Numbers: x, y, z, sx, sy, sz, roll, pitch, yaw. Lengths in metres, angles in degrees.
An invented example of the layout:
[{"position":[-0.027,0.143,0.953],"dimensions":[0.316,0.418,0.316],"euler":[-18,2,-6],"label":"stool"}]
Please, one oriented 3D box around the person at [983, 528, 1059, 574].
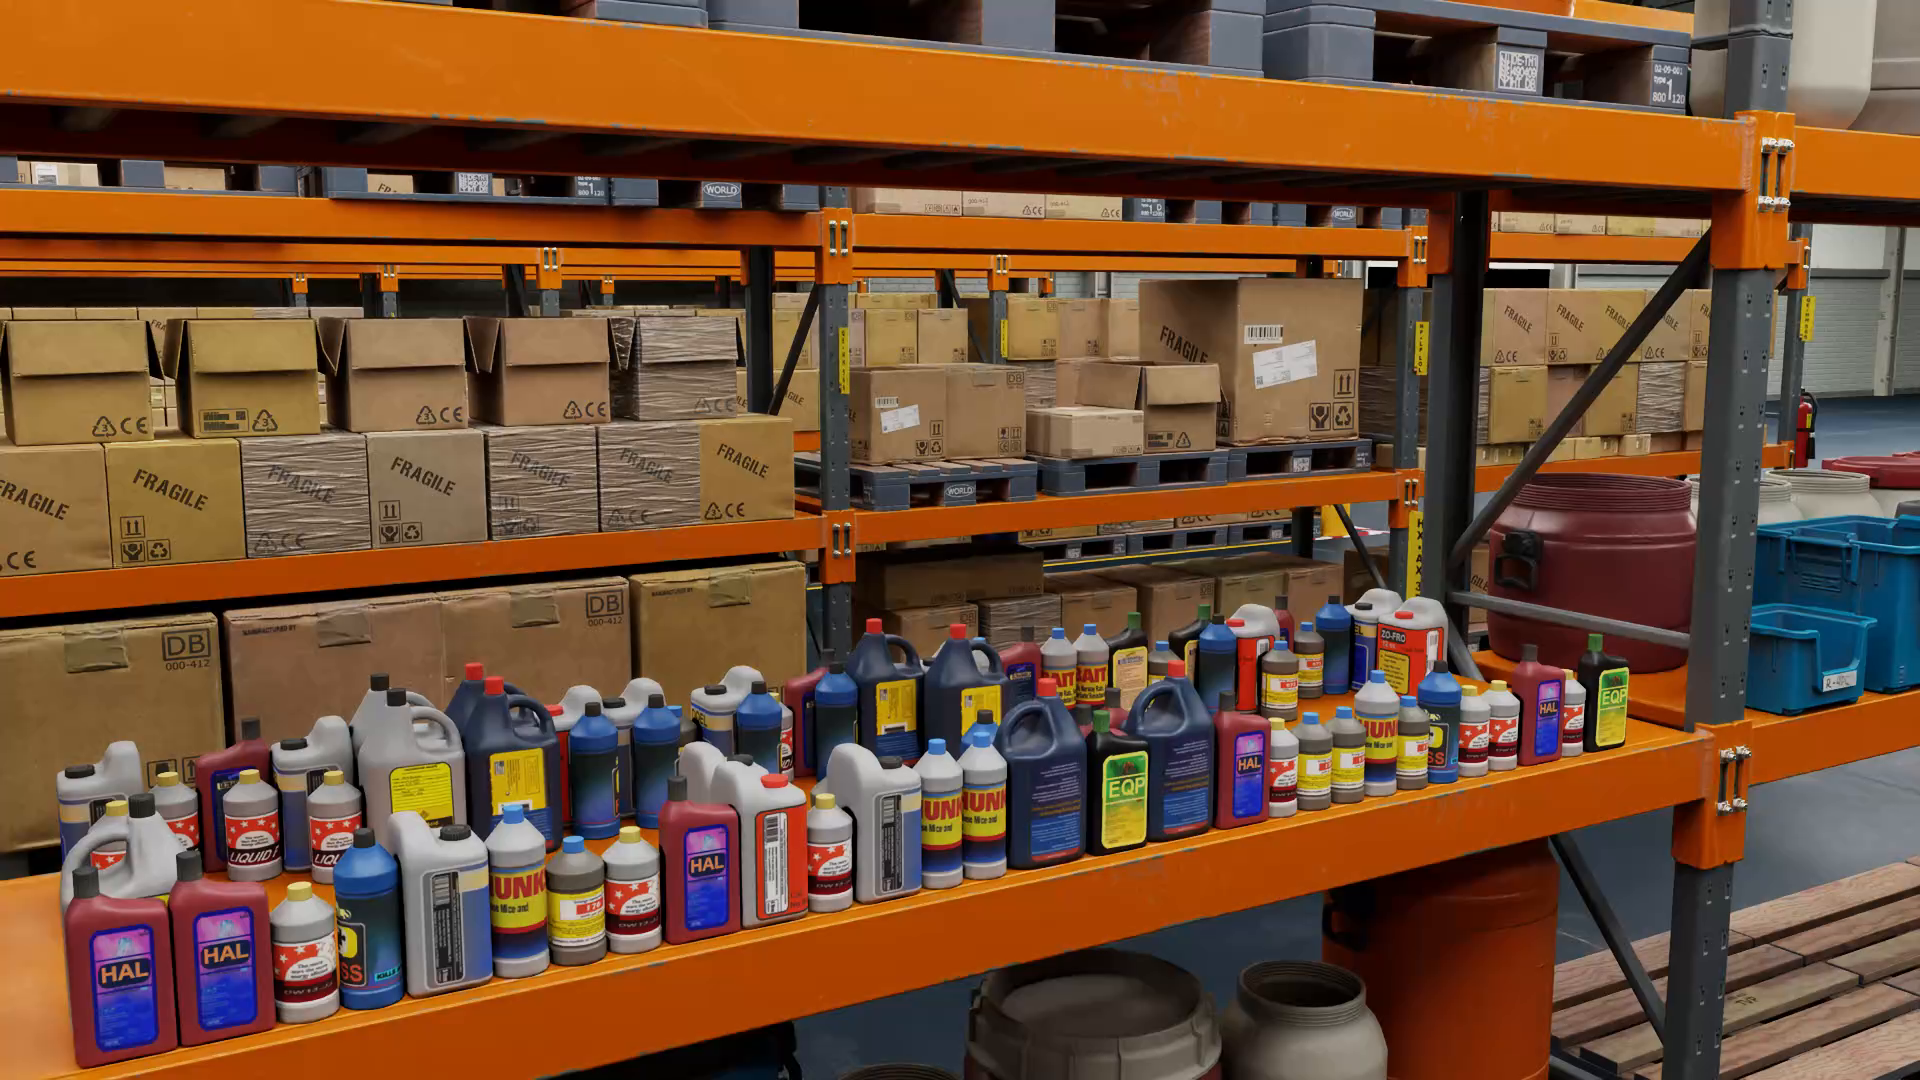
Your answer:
[{"position":[0.380,0.272,12.260],"dimensions":[0.879,0.753,0.496],"euler":[-5,10,-32],"label":"person"}]
